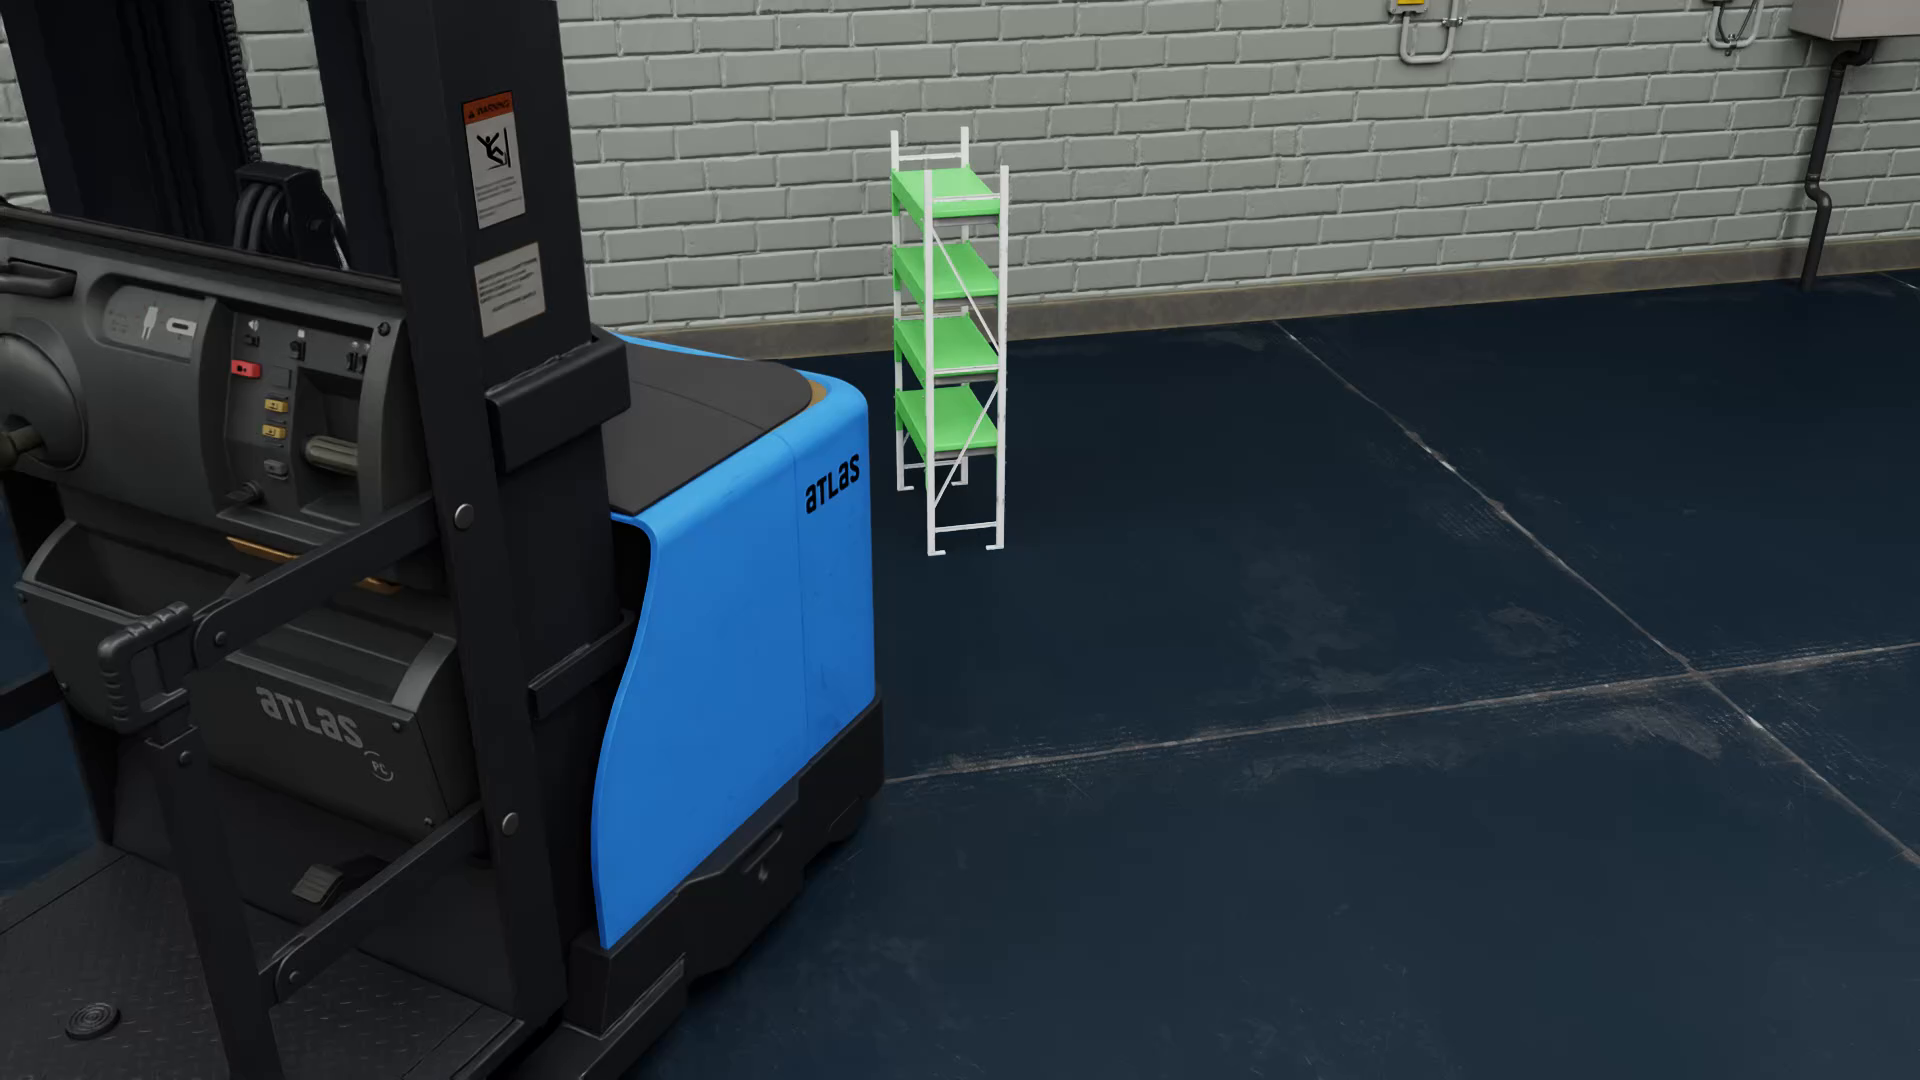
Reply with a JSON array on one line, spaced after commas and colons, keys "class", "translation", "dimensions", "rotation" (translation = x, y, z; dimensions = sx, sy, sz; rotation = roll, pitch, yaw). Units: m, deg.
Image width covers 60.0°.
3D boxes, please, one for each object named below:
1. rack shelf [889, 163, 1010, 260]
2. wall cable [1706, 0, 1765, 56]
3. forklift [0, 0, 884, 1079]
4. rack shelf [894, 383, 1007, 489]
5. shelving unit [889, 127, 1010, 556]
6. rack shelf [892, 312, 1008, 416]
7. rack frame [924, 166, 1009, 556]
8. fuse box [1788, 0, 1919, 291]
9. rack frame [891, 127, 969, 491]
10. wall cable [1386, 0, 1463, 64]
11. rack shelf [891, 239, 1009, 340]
[{"class": "rack shelf", "translation": [-0.037, -0.980, 4.936], "dimensions": [0.258, 0.148, 0.480], "rotation": [-6, 27, -12]}, {"class": "wall cable", "translation": [3.138, -2.911, 6.561], "dimensions": [0.588, 1.984, 0.122], "rotation": [-6, 27, -12]}, {"class": "forklift", "translation": [-1.312, -0.201, 2.396], "dimensions": [1.130, 2.935, 3.031], "rotation": [13, 30, 25]}, {"class": "rack shelf", "translation": [-0.037, -0.337, 5.261], "dimensions": [0.258, 0.148, 0.480], "rotation": [-6, 27, -12]}, {"class": "shelving unit", "translation": [-0.037, -0.608, 5.124], "dimensions": [0.258, 1.200, 0.503], "rotation": [-6, 27, -12]}, {"class": "rack shelf", "translation": [-0.037, -0.551, 5.152], "dimensions": [0.258, 0.148, 0.480], "rotation": [-6, 27, -12]}, {"class": "rack frame", "translation": [0.018, -0.501, 4.911], "dimensions": [0.240, 1.200, 0.015], "rotation": [-6, 27, -12]}, {"class": "fuse box", "translation": [3.838, -1.883, 7.081], "dimensions": [0.539, 1.711, 0.414], "rotation": [-6, 27, -12]}, {"class": "rack frame", "translation": [-0.092, -0.715, 5.336], "dimensions": [0.240, 1.200, 0.015], "rotation": [-6, 27, -12]}, {"class": "wall cable", "translation": [1.758, -2.776, 6.259], "dimensions": [0.585, 1.953, 0.123], "rotation": [-6, 27, -12]}, {"class": "rack shelf", "translation": [-0.037, -0.766, 5.044], "dimensions": [0.258, 0.148, 0.480], "rotation": [-6, 27, -12]}]
